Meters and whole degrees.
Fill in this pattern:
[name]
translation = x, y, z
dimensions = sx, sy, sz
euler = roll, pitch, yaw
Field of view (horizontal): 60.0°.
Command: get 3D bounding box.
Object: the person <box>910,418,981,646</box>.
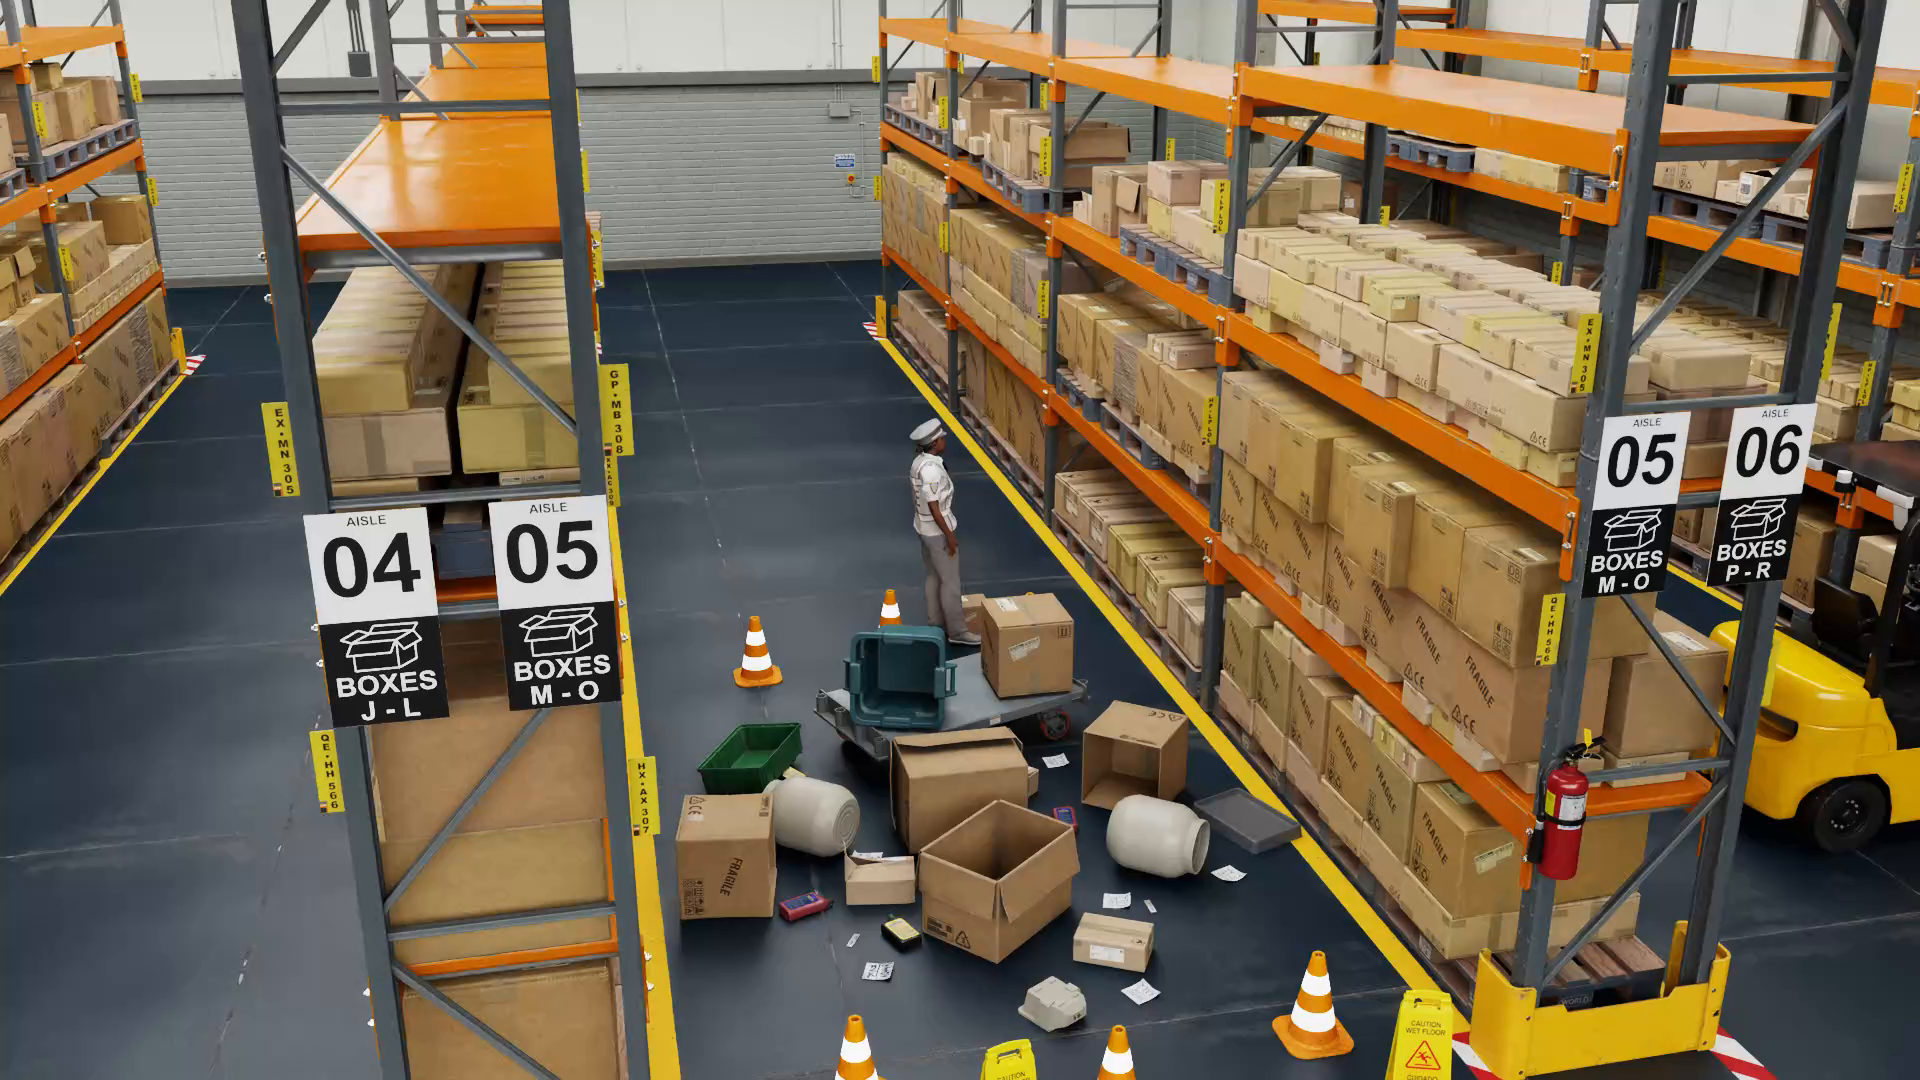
[person]
translation = -0.102, -0.077, 12.483
dimensions = 0.530, 1.695, 0.570
euler = -5, 20, -12
